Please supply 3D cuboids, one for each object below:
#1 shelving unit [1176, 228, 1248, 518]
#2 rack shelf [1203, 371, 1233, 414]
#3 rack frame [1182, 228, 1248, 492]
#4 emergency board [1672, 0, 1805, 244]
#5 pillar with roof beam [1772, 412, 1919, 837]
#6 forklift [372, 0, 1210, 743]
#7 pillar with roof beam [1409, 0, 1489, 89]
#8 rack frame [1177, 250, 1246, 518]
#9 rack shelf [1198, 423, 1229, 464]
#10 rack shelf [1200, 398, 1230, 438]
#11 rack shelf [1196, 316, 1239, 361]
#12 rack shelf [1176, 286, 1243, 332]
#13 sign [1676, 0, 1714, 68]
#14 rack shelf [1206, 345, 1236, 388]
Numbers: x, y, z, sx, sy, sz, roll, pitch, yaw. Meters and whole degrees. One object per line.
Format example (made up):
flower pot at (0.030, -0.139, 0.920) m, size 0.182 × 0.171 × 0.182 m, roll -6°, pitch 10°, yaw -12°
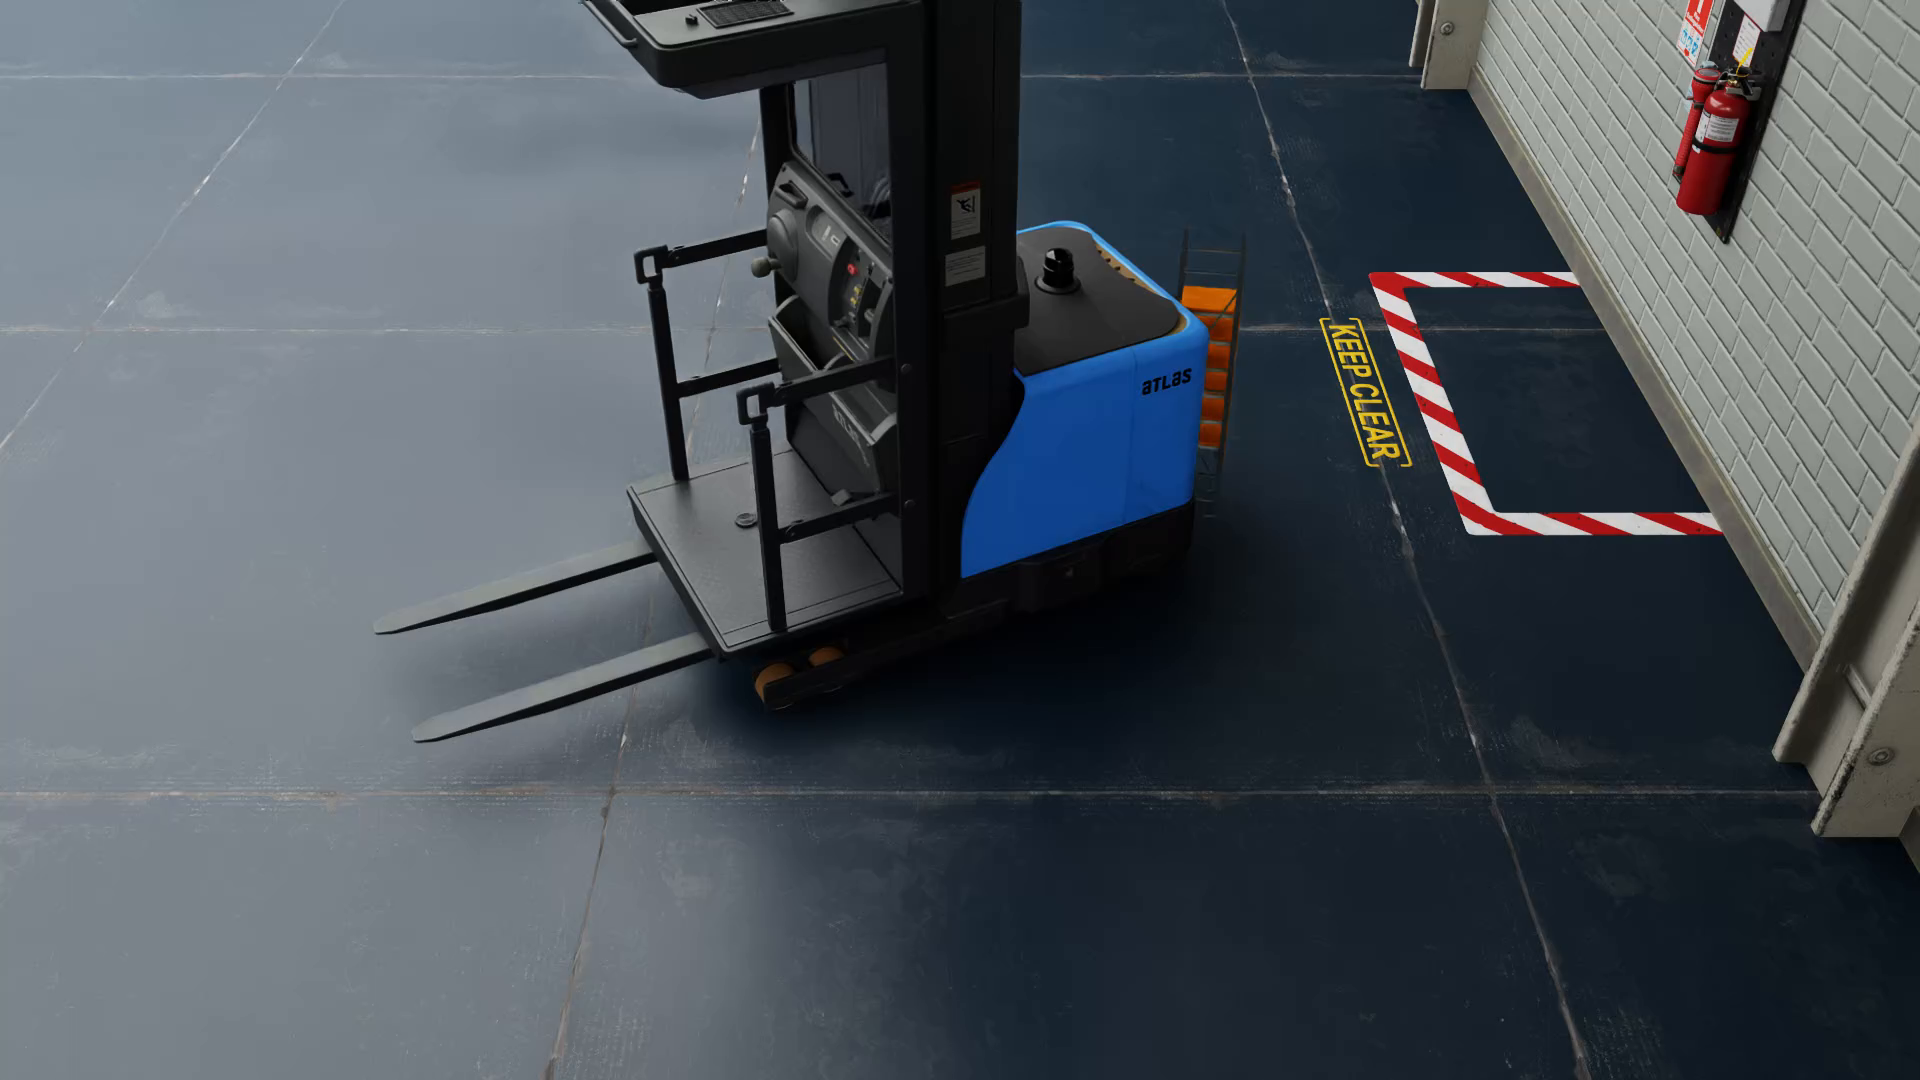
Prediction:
shelving unit at (0.954, -0.638, 6.581) m, size 0.258 × 1.200 × 0.189 m, roll 6°, pitch 37°, yaw 8°
rack shelf at (0.954, -0.602, 6.608) m, size 0.258 × 0.103 × 0.180 m, roll 6°, pitch 37°, yaw 8°
rack frame at (0.969, -0.692, 6.653) m, size 0.240 × 1.200 × 0.006 m, roll 6°, pitch 37°, yaw 8°
emergency board at (3.034, -1.855, 6.667) m, size 0.194 × 1.169 × 0.643 m, roll 0°, pitch 39°, yaw 0°
pillar with roof beam at (-1.307, -2.648, 2.858) m, size 9.100 × 9.000 × 0.400 m, roll 0°, pitch 39°, yaw 0°
forklift at (-0.629, -0.914, 5.546) m, size 3.031 × 2.935 × 1.130 m, roll -18°, pitch 42°, yaw -21°
pillar with roof beam at (-1.314, -6.400, 7.540) m, size 9.100 × 9.000 × 0.400 m, roll 0°, pitch 39°, yaw 0°
rack frame at (0.939, -0.583, 6.509) m, size 0.240 × 1.200 × 0.006 m, roll 6°, pitch 37°, yaw 8°
rack shelf at (0.954, -0.411, 6.752) m, size 0.258 × 0.103 × 0.180 m, roll 6°, pitch 37°, yaw 8°
rack shelf at (0.954, -0.507, 6.680) m, size 0.258 × 0.103 × 0.180 m, roll 6°, pitch 37°, yaw 8°
rack shelf at (0.953, -0.794, 6.463) m, size 0.258 × 0.103 × 0.180 m, roll 6°, pitch 37°, yaw 8°
rack shelf at (0.953, -0.890, 6.391) m, size 0.258 × 0.103 × 0.180 m, roll 6°, pitch 37°, yaw 8°
sign at (3.136, -2.215, 7.087) m, size 0.001 × 0.329 × 0.234 m, roll 0°, pitch 39°, yaw 0°
rack shelf at (0.954, -0.698, 6.536) m, size 0.258 × 0.103 × 0.180 m, roll 6°, pitch 37°, yaw 8°
